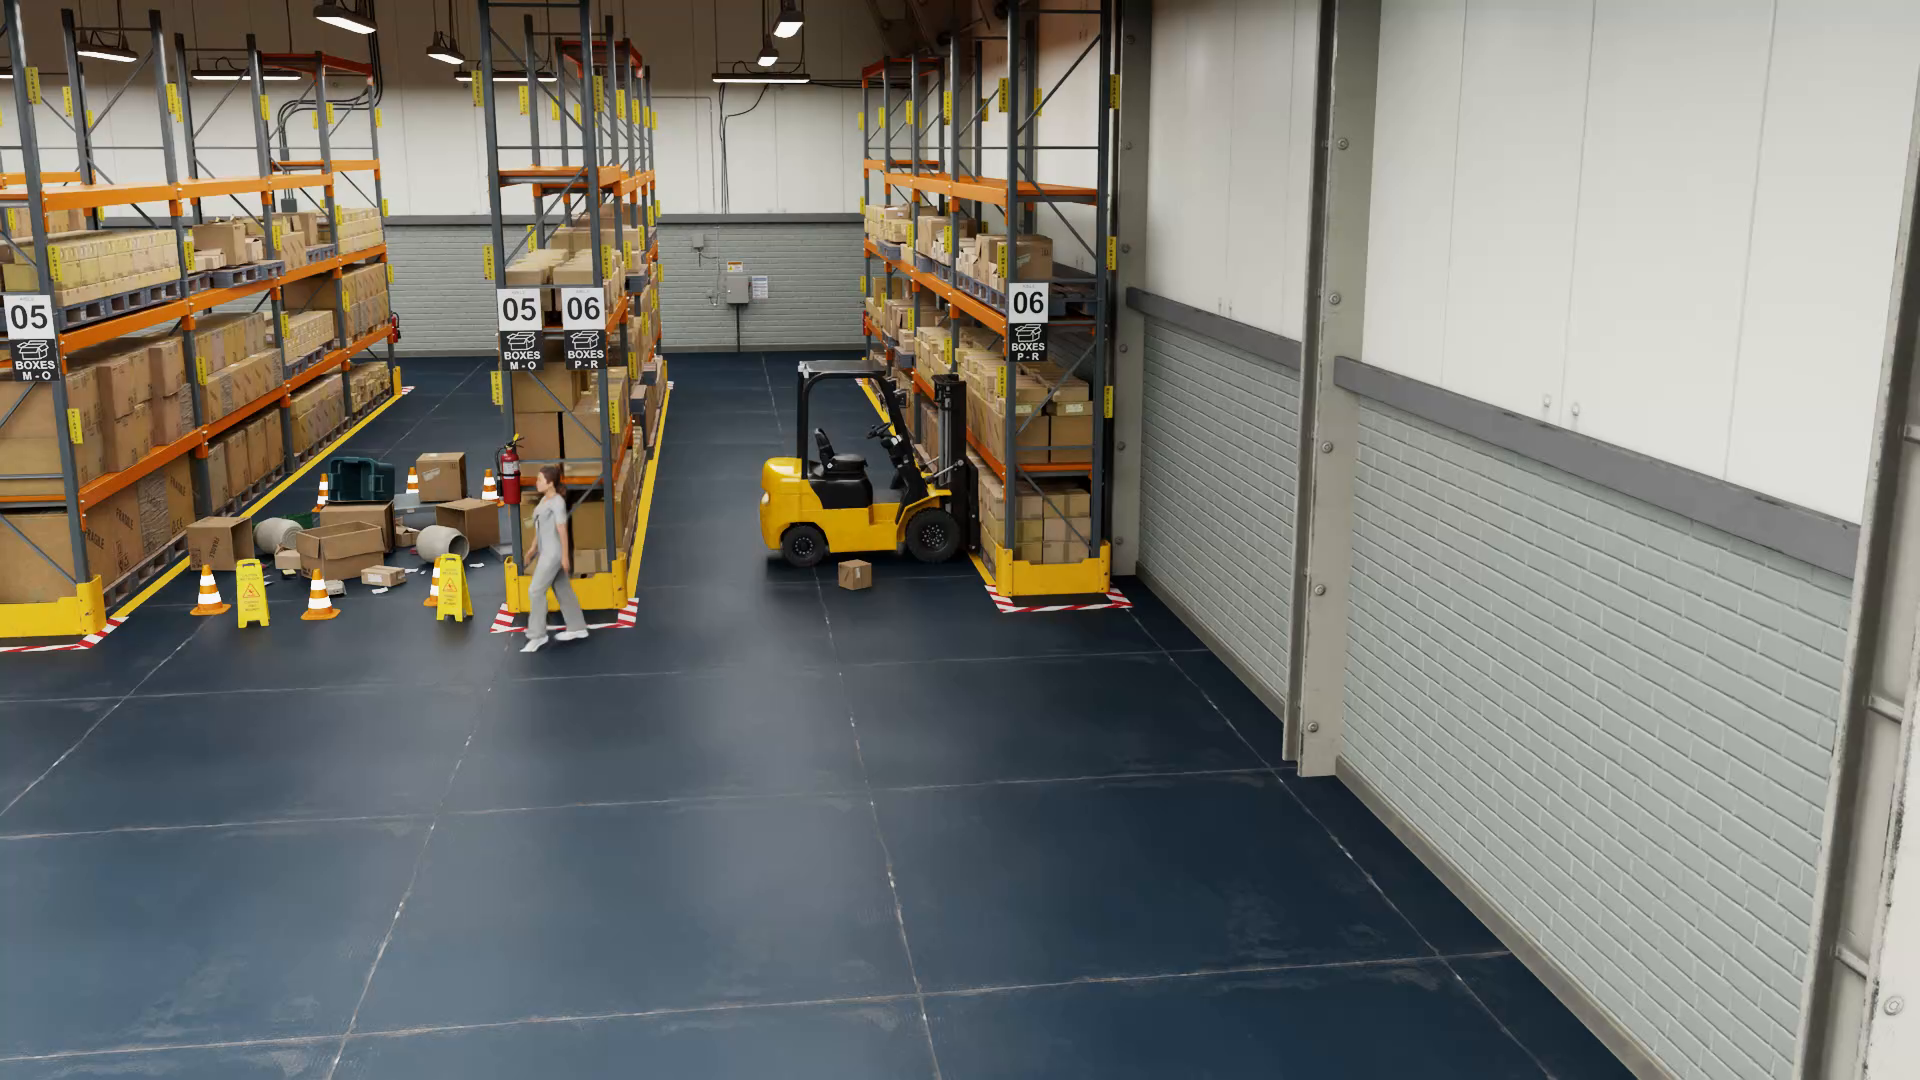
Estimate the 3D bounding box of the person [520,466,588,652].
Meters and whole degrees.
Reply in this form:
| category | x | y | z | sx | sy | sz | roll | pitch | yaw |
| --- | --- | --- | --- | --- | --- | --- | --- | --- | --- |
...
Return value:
| category | x | y | z | sx | sy | sz | roll | pitch | yaw |
| --- | --- | --- | --- | --- | --- | --- | --- | --- | --- |
| person | -3.802 | 0.171 | 15.332 | 0.664 | 1.719 | 0.455 | -6 | 14 | -24 |
